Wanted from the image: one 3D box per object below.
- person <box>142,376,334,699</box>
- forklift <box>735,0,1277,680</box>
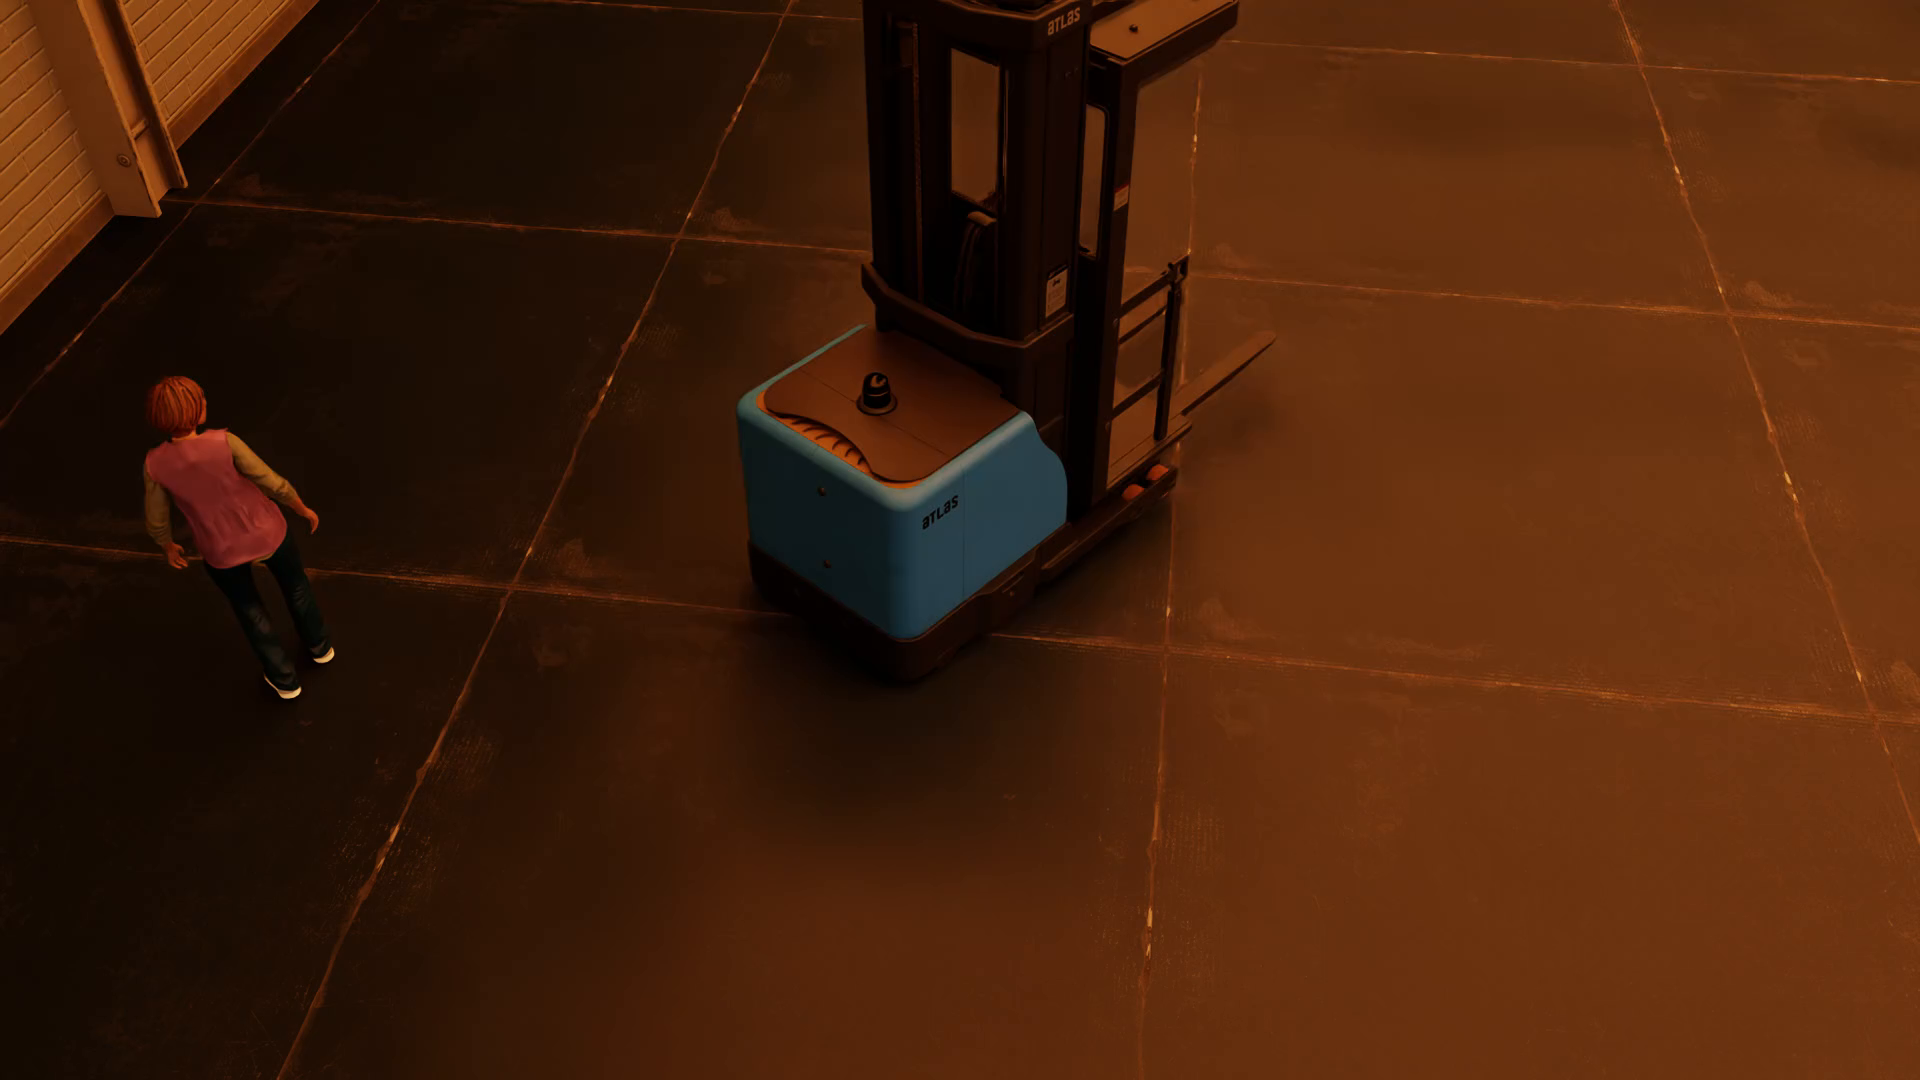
[{"bbox_3d":[-2.922,-0.021,6.745,0.607,1.587,0.440,-18,46,-19],"label":"person"},{"bbox_3d":[0.405,-1.391,7.238,1.130,2.935,3.031,31,51,30],"label":"forklift"}]
